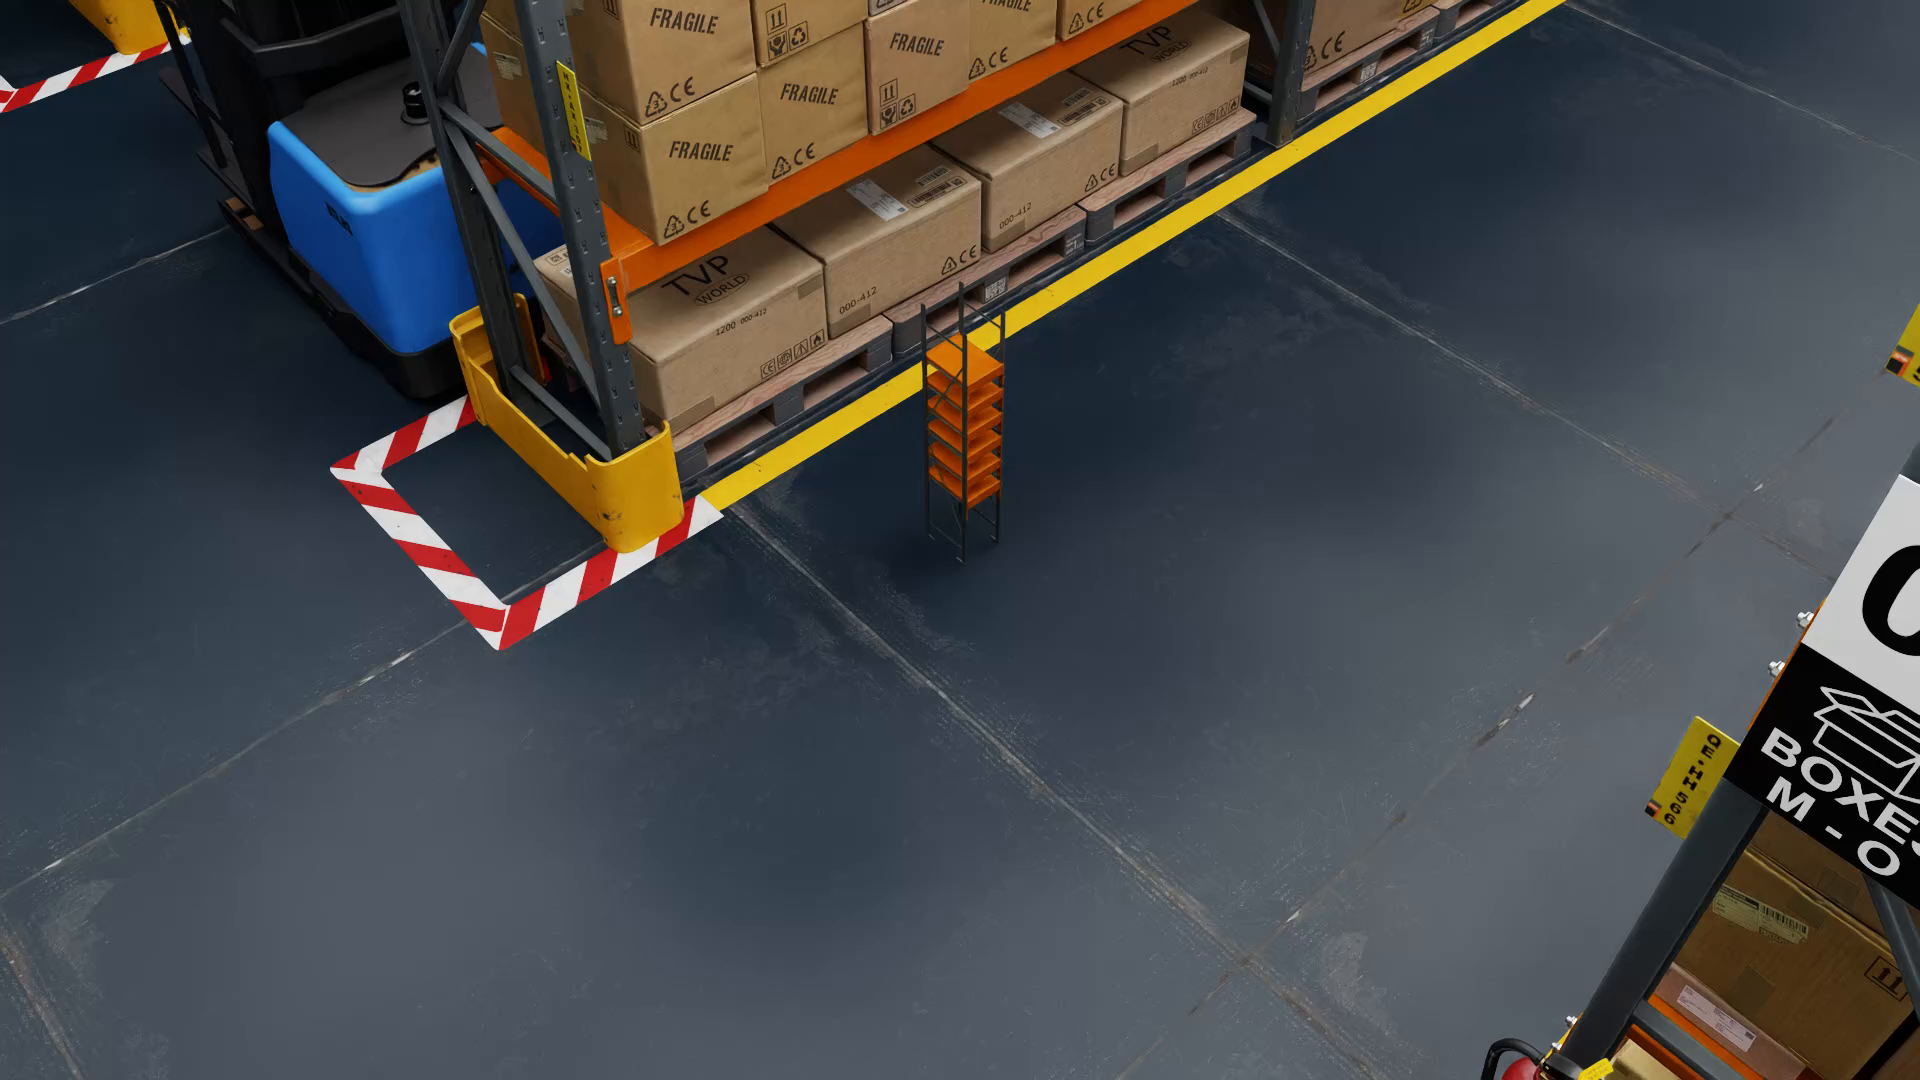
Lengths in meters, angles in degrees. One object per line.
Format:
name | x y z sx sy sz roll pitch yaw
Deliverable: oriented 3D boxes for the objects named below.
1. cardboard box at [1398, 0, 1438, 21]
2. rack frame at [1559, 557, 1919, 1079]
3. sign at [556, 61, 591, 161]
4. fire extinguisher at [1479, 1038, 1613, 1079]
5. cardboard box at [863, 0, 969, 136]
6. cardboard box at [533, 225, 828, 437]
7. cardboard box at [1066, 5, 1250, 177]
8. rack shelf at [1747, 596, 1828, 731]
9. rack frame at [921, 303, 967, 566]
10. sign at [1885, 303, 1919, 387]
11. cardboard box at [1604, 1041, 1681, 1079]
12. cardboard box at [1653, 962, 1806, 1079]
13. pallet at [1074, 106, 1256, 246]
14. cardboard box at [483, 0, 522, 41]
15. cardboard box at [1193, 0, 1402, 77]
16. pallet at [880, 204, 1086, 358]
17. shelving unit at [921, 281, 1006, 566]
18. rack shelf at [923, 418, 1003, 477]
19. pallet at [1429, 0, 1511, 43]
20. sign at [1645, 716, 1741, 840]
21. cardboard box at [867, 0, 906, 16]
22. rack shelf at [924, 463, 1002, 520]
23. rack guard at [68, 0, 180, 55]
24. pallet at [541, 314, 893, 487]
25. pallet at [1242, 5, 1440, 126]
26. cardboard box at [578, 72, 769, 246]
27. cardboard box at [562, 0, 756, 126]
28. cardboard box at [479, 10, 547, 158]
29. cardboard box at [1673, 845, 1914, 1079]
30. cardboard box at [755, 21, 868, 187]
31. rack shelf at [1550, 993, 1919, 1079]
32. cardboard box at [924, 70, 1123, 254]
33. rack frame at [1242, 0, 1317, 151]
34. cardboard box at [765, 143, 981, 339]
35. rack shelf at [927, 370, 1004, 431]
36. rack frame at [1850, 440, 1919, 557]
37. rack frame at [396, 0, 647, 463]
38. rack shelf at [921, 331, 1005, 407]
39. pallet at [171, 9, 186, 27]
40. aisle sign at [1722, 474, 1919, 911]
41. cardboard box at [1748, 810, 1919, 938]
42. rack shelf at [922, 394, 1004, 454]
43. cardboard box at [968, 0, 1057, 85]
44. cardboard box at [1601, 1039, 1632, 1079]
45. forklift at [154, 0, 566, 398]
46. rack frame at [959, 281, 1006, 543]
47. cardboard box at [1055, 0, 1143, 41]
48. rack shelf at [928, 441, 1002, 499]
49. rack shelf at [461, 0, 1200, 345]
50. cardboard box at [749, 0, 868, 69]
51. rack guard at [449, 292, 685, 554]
cardboard box | 2.420 -3.557 9.151 0.875 0.875 0.875 -32 55 -26
rack frame | 1.798 1.285 3.524 0.127 3.000 1.000 -34 56 -27
sign | -1.238 -1.373 5.333 0.005 0.325 0.100 -34 56 -27
fire extinguisher | 1.301 1.311 3.806 0.183 0.674 0.296 -34 56 -27
cardboard box | -0.315 -1.979 6.467 0.500 0.500 0.500 -34 56 -27
cardboard box | -1.186 -1.011 7.100 0.875 0.438 0.875 -36 57 -28
cardboard box | 0.816 -2.356 8.341 0.875 0.438 0.875 -35 56 -28
rack shelf | 3.277 -0.477 3.598 4.000 0.370 1.077 -34 56 -27
rack frame | -0.057 -0.369 6.274 0.006 1.200 0.240 -34 56 -27
sign | 1.439 -0.344 2.383 0.005 0.325 0.100 -34 56 -27
cardboard box | 2.019 1.508 4.567 0.250 0.149 0.380 -33 55 -27
cardboard box | 1.849 1.055 3.906 0.250 0.149 0.380 -34 56 -27
pallet | 0.737 -2.056 8.503 1.213 0.211 1.003 -34 56 -27
cardboard box | -1.411 -2.098 5.896 0.500 0.500 0.500 -32 55 -26
cardboard box | 1.757 -3.107 8.735 0.875 0.875 0.875 -32 55 -26
pallet | -0.166 -1.449 7.944 1.213 0.211 1.003 -34 56 -27
shelving unit | 0.011 -0.414 6.316 0.189 1.200 0.258 -34 56 -27
rack shelf | 0.011 -0.384 6.348 0.180 0.103 0.258 -34 56 -27
pallet | 2.776 -3.418 9.760 1.213 0.211 1.003 -34 56 -27
sign | 1.439 0.473 3.269 0.005 0.325 0.100 -34 56 -27
cardboard box | -0.307 -2.330 6.111 0.500 0.500 0.500 -34 56 -27
rack shelf | 0.011 -0.221 6.525 0.180 0.103 0.258 -34 56 -27
rack guard | -4.893 -3.244 9.403 0.348 0.500 1.175 -34 56 -27
pallet | -1.068 -0.849 7.390 1.213 0.211 1.003 -34 56 -27
pallet | 1.873 -2.811 9.200 1.213 0.211 1.003 -34 56 -27
cardboard box | -1.059 -1.472 5.999 0.500 0.500 0.500 -34 56 -27
cardboard box | -1.060 -1.812 5.633 0.500 0.500 0.500 -35 56 -28
cardboard box | -1.428 -1.773 6.277 0.500 0.500 0.500 -33 56 -27
cardboard box | 1.957 0.788 3.712 0.500 0.500 0.500 -33 55 -26
cardboard box | -0.703 -1.737 6.244 0.500 0.500 0.500 -35 56 -28
rack shelf | 3.277 0.540 4.700 4.000 0.370 1.077 -34 56 -27
cardboard box | 0.154 -1.913 7.932 0.875 0.438 0.875 -35 56 -28
rack frame | 1.352 -3.335 7.786 0.127 3.000 1.000 -34 56 -27
cardboard box | -0.515 -1.468 7.521 0.875 0.438 0.875 -32 55 -26
rack shelf | 0.011 -0.547 6.172 0.180 0.103 0.258 -34 56 -27
rack frame | 1.798 -0.750 1.319 0.127 3.000 1.000 -34 56 -27
rack frame | -1.607 -1.357 5.961 0.127 3.000 1.000 -34 56 -27
rack shelf | 0.011 -0.628 6.084 0.180 0.103 0.258 -34 56 -27
pallet | -4.304 -3.541 9.874 1.213 0.211 1.003 -34 56 -27
aisle sign | 1.542 0.276 2.685 0.004 0.787 0.394 -34 56 -27
cardboard box | 1.969 0.449 3.344 0.500 0.500 0.500 -35 56 -28
rack shelf | 0.011 -0.465 6.260 0.180 0.103 0.258 -34 56 -27
cardboard box | 0.044 -2.236 6.704 0.500 0.500 0.500 -32 55 -26
cardboard box | 1.996 1.592 4.692 0.250 0.149 0.380 -35 56 -28
forklift | -2.957 -2.622 7.175 1.130 2.935 3.031 -33 55 -26
rack frame | 0.078 -0.459 6.357 0.006 1.200 0.240 -34 56 -27
cardboard box | 0.442 -2.486 6.935 0.500 0.500 0.500 -35 56 -28
rack shelf | 0.011 -0.303 6.436 0.180 0.103 0.258 -34 56 -27
rack shelf | -0.127 -2.102 7.138 4.000 0.370 1.077 -34 56 -27
cardboard box | -0.683 -2.072 5.872 0.500 0.500 0.500 -35 56 -28
rack guard | -1.625 -0.497 6.869 0.348 0.500 1.175 -34 56 -27
